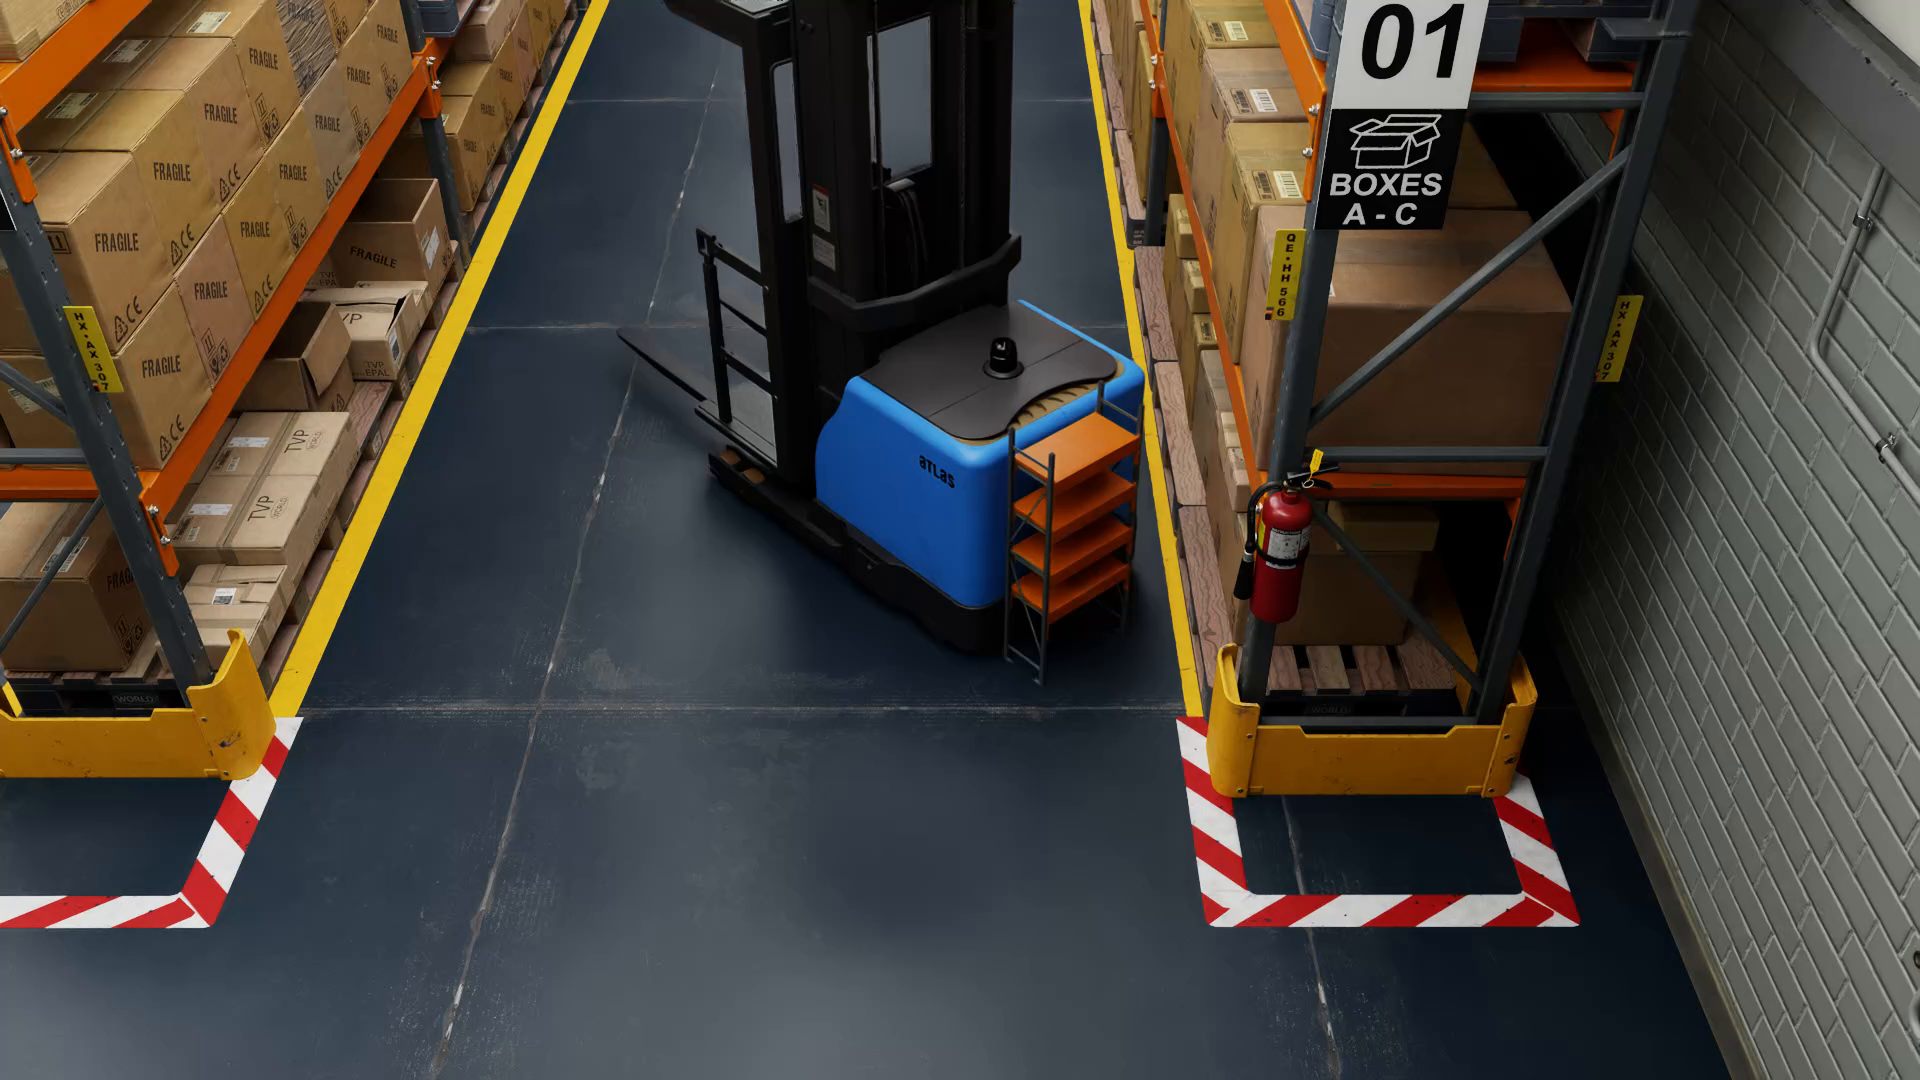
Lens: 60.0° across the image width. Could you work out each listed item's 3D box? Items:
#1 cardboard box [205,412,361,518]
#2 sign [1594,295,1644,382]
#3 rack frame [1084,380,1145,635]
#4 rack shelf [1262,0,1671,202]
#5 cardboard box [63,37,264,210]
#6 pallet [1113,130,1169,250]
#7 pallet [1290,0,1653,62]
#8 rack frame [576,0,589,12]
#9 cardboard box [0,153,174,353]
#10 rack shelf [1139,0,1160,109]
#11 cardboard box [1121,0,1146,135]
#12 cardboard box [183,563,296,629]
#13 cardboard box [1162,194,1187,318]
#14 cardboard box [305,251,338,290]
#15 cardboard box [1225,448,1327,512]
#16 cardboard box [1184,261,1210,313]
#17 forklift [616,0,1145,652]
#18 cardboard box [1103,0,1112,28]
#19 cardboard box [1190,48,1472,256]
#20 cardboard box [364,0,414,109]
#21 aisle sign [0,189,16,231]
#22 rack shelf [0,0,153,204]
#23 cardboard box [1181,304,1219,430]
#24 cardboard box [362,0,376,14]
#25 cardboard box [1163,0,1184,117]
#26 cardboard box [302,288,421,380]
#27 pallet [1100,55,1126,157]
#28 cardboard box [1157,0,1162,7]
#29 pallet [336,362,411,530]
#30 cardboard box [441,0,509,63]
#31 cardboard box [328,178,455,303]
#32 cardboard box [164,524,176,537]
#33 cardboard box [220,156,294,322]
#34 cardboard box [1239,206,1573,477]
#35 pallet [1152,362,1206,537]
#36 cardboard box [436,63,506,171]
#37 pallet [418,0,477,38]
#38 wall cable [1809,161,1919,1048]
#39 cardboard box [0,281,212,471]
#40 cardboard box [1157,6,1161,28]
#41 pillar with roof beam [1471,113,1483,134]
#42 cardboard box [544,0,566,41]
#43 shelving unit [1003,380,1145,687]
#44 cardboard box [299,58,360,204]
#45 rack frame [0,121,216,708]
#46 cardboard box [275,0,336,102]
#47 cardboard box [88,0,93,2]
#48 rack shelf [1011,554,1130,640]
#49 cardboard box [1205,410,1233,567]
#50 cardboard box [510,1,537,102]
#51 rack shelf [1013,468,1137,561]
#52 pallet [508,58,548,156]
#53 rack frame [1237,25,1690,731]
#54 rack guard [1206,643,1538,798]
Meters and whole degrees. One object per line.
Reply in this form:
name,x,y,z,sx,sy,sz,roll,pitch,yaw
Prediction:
cardboard box,-3.093,-0.346,7.630,0.500,0.250,0.500,0,39,0
sign,2.133,-0.653,5.410,0.100,0.325,0.005,0,39,0
rack frame,0.636,-0.112,6.930,0.015,1.200,0.240,-29,47,-31
rack shelf,1.576,-2.428,6.558,1.077,0.370,4.000,0,39,0
cardboard box,-3.116,-1.628,6.504,0.500,0.500,0.500,0,39,1
pallet,1.498,-2.183,10.306,1.003,0.211,1.213,0,39,0
pallet,1.567,-1.887,5.379,1.003,0.211,1.213,0,39,0
rack frame,-3.384,-5.284,11.946,1.000,3.000,0.127,0,39,0
cardboard box,-3.112,-0.988,5.705,0.500,0.500,0.500,1,39,1
rack shelf,1.571,-3.759,10.617,1.077,0.370,4.000,0,39,0
cardboard box,1.439,-3.076,10.573,0.750,0.750,0.750,1,39,1
cardboard box,-3.032,0.234,6.973,0.380,0.166,0.250,0,39,0
cardboard box,1.472,-1.510,8.898,0.700,0.500,0.500,0,39,1
cardboard box,-3.596,-1.643,9.200,0.500,0.311,0.500,0,39,0
cardboard box,1.295,-0.247,6.804,0.380,0.149,0.250,0,39,-1
cardboard box,1.291,-1.222,8.021,0.380,0.149,0.250,-1,39,-1
forklift,-0.563,-1.512,7.292,1.130,2.935,3.031,-29,47,-31
cardboard box,1.439,-4.155,11.920,0.750,0.750,0.750,-1,39,-1
cardboard box,1.564,-1.655,7.177,0.980,0.700,0.700,-2,39,-2
cardboard box,-3.123,-2.510,8.403,0.500,0.500,0.500,1,39,1
aisle sign,-3.082,-1.254,4.837,0.394,0.787,0.004,0,39,0
rack shelf,-3.378,-2.422,6.550,1.077,0.370,4.000,0,39,0
cardboard box,1.468,-0.874,8.106,0.700,0.500,0.500,1,39,1
cardboard box,-3.120,-2.896,8.086,0.500,0.500,0.500,0,39,0
cardboard box,1.558,-2.567,8.314,0.980,0.700,0.700,1,39,1
cardboard box,-3.095,-1.080,8.498,0.500,0.311,0.500,0,39,0
pallet,1.493,-2.948,11.260,1.003,0.211,1.213,0,39,0
cardboard box,1.321,-3.240,9.061,0.500,0.500,0.500,-1,39,-1
pallet,-3.376,-0.500,8.206,1.003,0.211,1.213,0,39,0
cardboard box,-3.138,-3.200,10.392,0.500,0.250,0.500,0,39,0
cardboard box,-3.096,-1.623,9.024,0.500,0.500,0.500,0,39,0
cardboard box,-3.533,0.059,7.191,0.380,0.166,0.250,0,39,0
cardboard box,-3.116,-1.235,6.812,0.500,0.500,0.500,0,39,0
cardboard box,1.568,-0.723,6.014,0.980,0.700,0.700,2,39,2
pallet,1.501,-0.460,8.156,1.003,0.211,1.213,0,39,0
cardboard box,-3.149,-2.615,10.262,0.500,0.500,0.500,0,39,1
pallet,-3.272,-3.208,9.508,1.003,0.211,1.213,0,39,0
wall cable,2.526,0.116,4.394,0.084,1.984,1.851,0,39,0
cardboard box,-3.112,-0.598,6.018,0.500,0.500,0.500,1,39,1
cardboard box,1.290,-2.910,9.167,0.380,0.149,0.250,0,39,0
pillar with roof beam,-1.865,-4.690,6.406,9.100,9.000,0.400,0,39,0
cardboard box,-3.149,-3.896,11.860,0.500,0.500,0.500,1,39,2
shelving unit,0.454,-0.010,6.803,0.503,1.200,0.258,-29,47,-31
cardboard box,-3.118,-1.866,7.600,0.500,0.500,0.500,1,39,1
rack frame,-3.375,-0.282,5.703,1.000,3.000,0.127,0,39,0
cardboard box,-3.117,-2.261,7.293,0.500,0.500,0.500,0,39,0
cardboard box,-3.109,-2.028,5.603,0.500,0.250,0.500,0,39,0
rack shelf,0.454,0.197,6.969,0.480,0.148,0.258,-29,47,-31
cardboard box,1.477,-0.227,7.297,0.700,0.500,0.500,0,39,0
cardboard box,-3.142,-3.244,11.047,0.500,0.500,0.500,-1,39,-2
rack shelf,0.454,-0.132,6.705,0.480,0.148,0.258,-29,47,-31
pallet,-3.423,-2.968,11.285,1.003,0.211,1.213,0,39,0
rack frame,1.578,-0.288,5.710,1.000,3.000,0.127,0,39,0
rack guard,1.578,0.703,6.473,1.175,0.500,0.348,0,39,0
